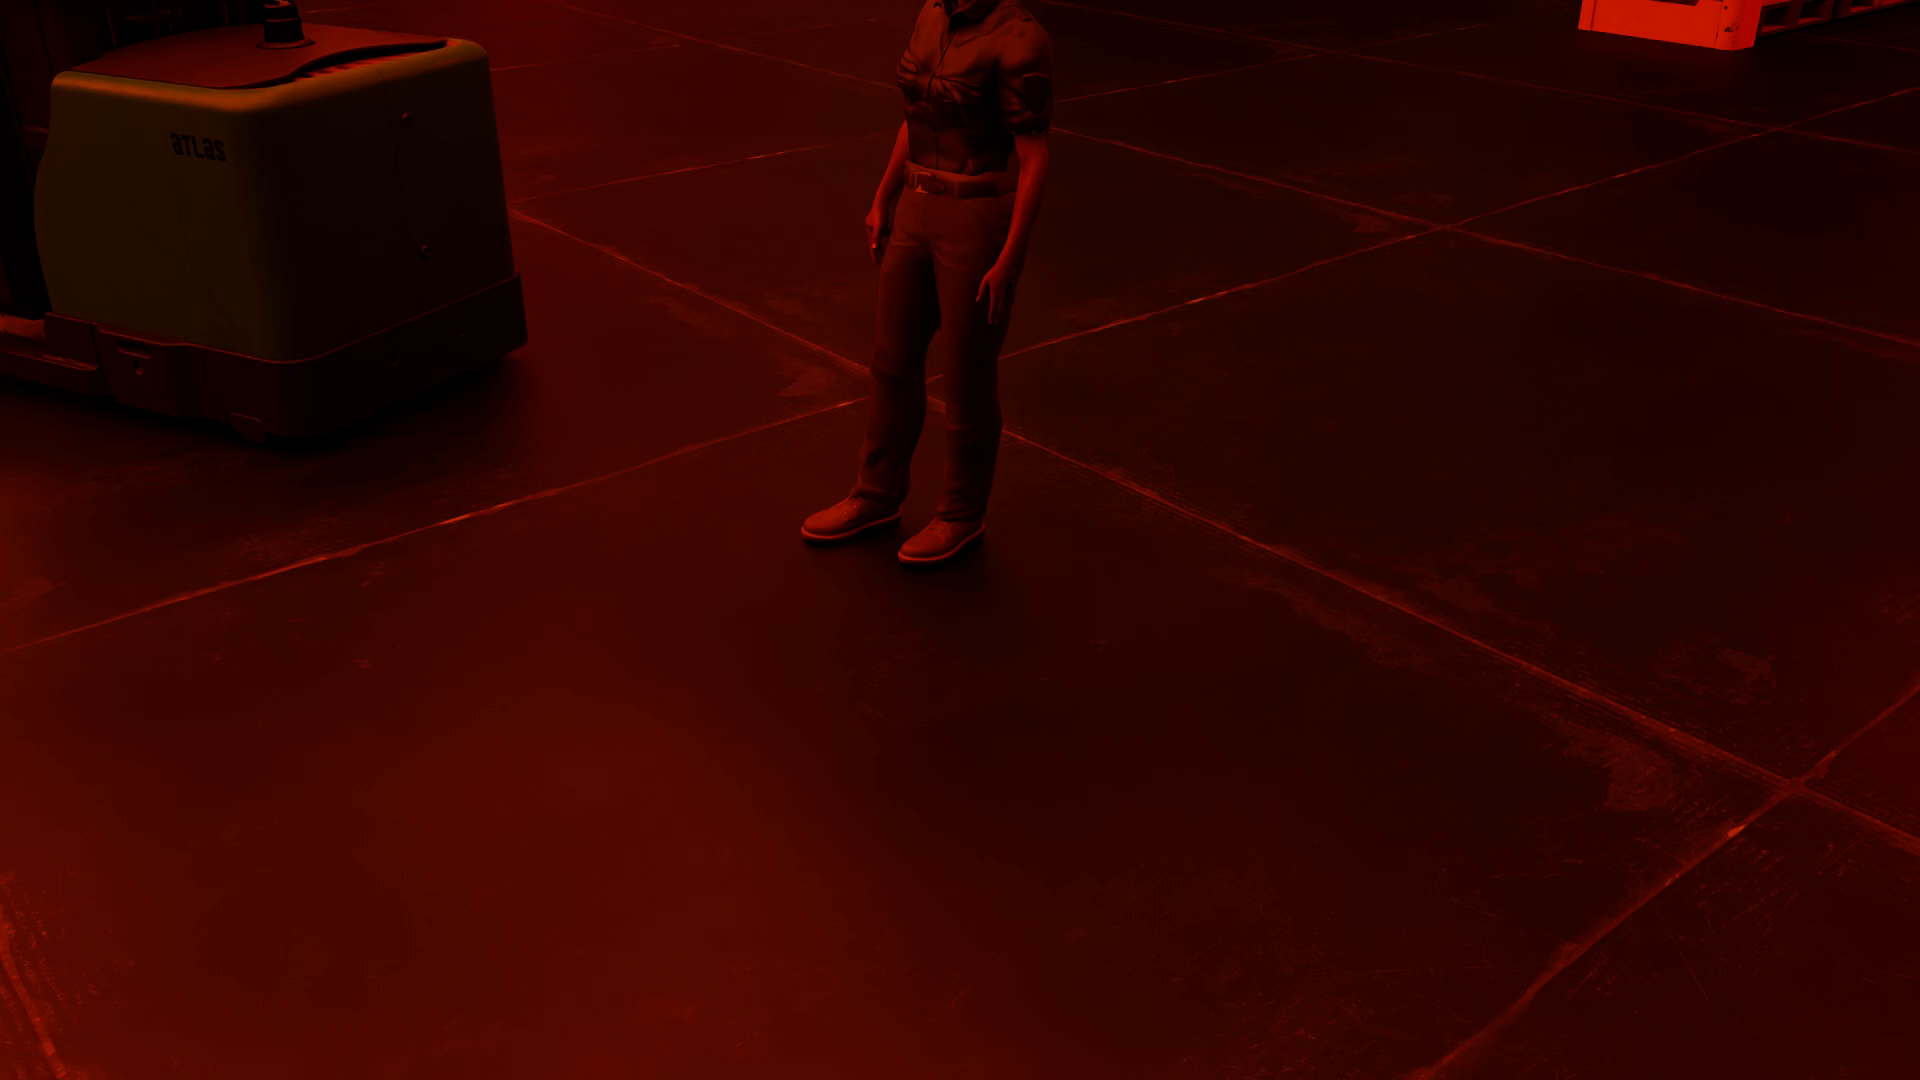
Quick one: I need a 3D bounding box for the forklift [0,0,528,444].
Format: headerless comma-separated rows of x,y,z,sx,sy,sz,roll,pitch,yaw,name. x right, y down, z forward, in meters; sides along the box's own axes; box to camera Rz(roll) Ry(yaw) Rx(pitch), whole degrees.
-3.037,-2.048,5.331,3.031,2.935,1.130,13,29,24,forklift

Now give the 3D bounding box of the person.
-0.080,-0.729,4.094,0.504,1.654,0.569,-20,33,-35,person
